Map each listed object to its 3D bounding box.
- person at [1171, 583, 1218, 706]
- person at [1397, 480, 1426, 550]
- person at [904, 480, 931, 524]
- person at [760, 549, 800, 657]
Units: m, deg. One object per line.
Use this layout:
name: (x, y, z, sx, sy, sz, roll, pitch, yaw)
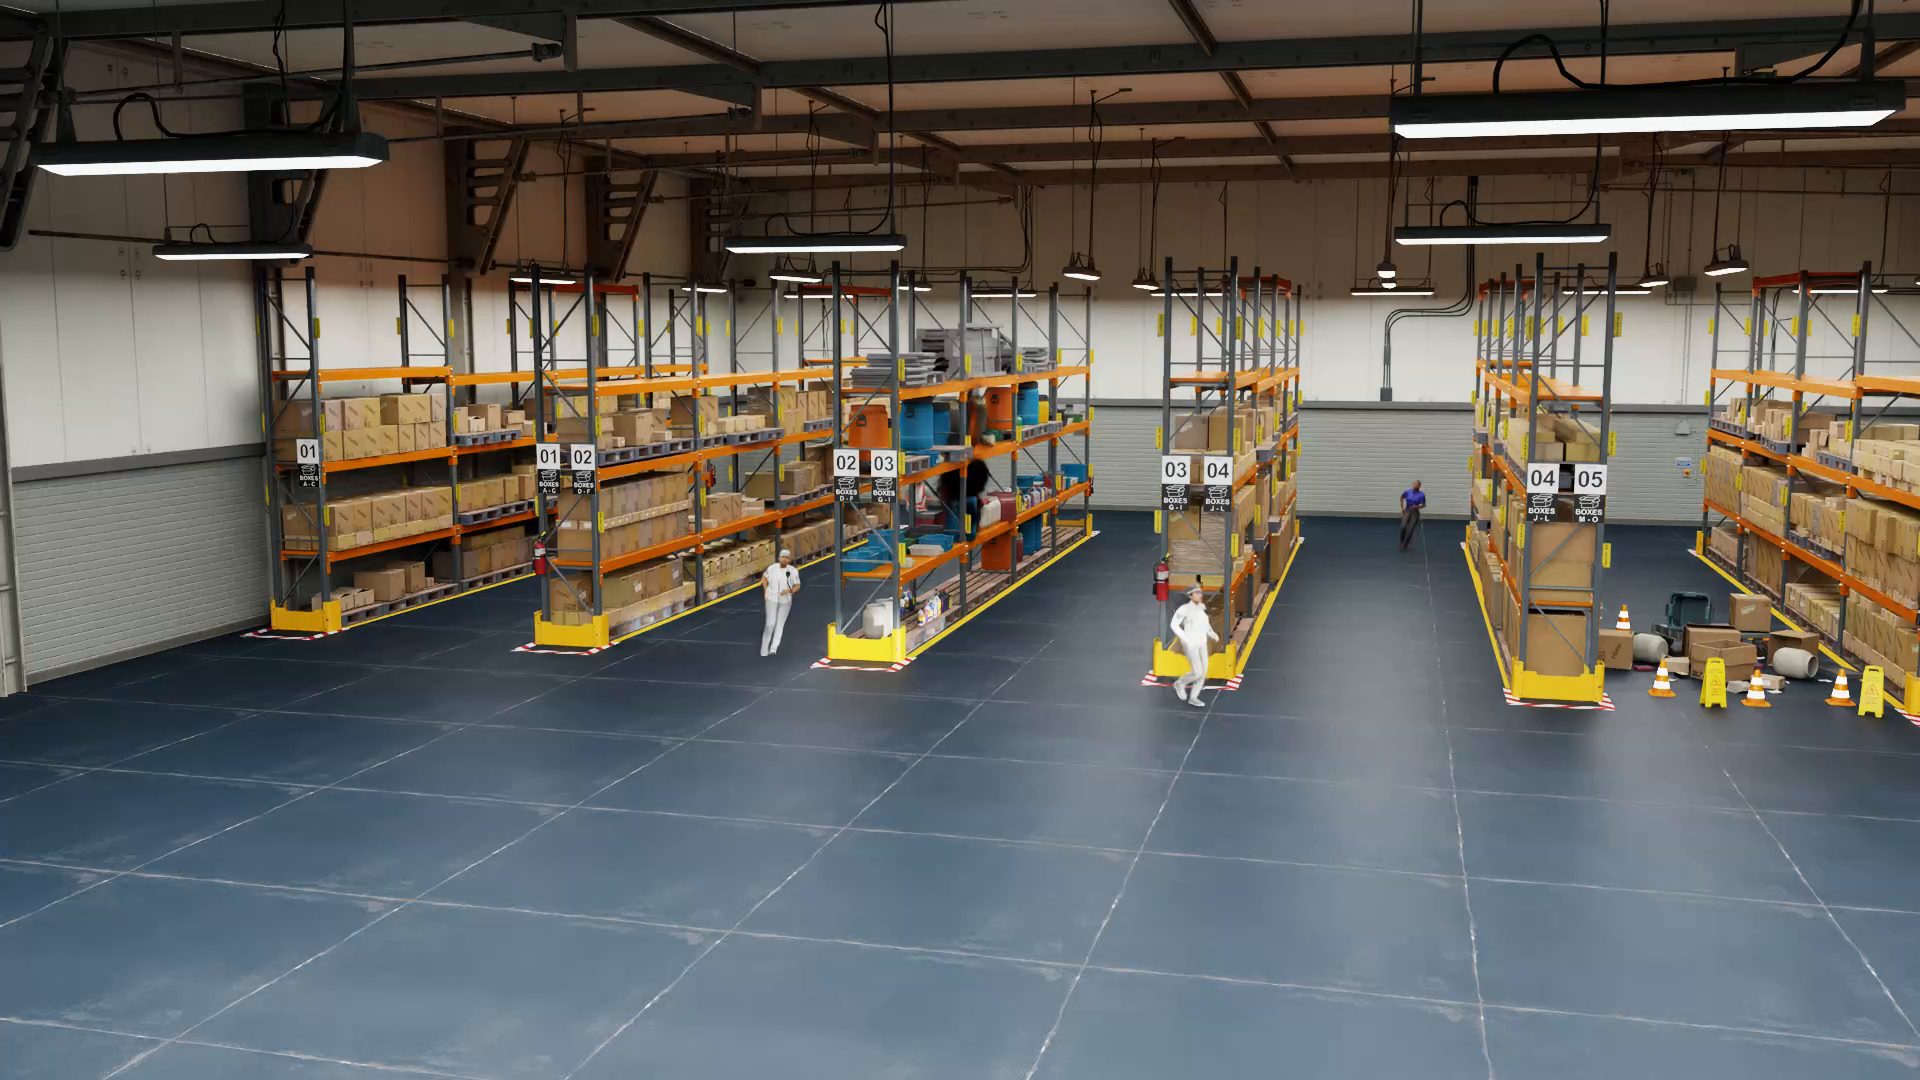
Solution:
person: (3.138, 1.385, 22.120, 0.641, 1.653, 0.505, -5, 9, -37)
person: (10.205, -0.566, 37.588, 0.611, 1.602, 0.614, 2, 8, 18)
person: (-0.969, -0.641, 37.561, 0.640, 1.767, 0.620, 0, 7, 2)
person: (-2.771, 0.970, 25.573, 0.631, 1.666, 0.608, -1, 7, -7)
